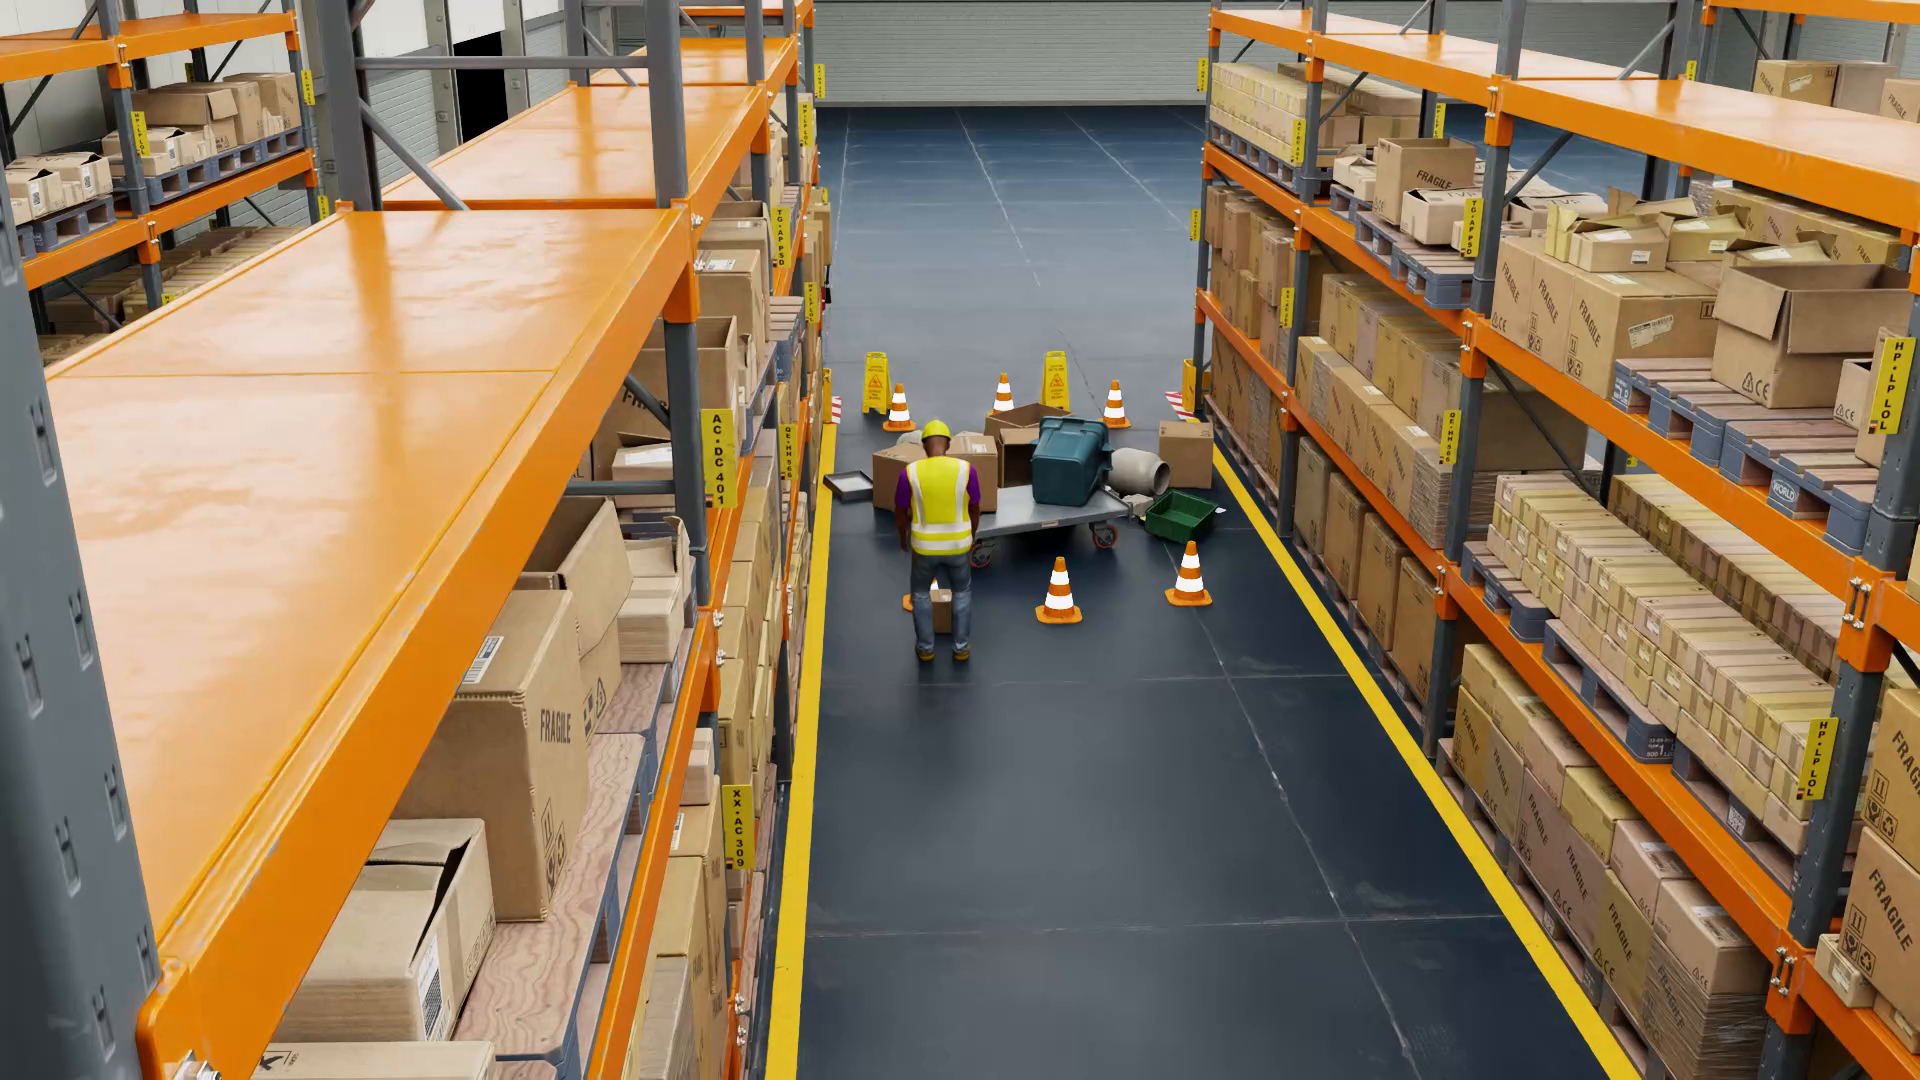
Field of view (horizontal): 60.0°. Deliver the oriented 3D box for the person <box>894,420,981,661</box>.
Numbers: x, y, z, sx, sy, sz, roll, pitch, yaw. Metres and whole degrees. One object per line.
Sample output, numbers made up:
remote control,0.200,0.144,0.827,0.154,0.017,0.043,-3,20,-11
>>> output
person,-0.157,0.016,11.610,0.598,1.692,0.491,-1,20,-2
